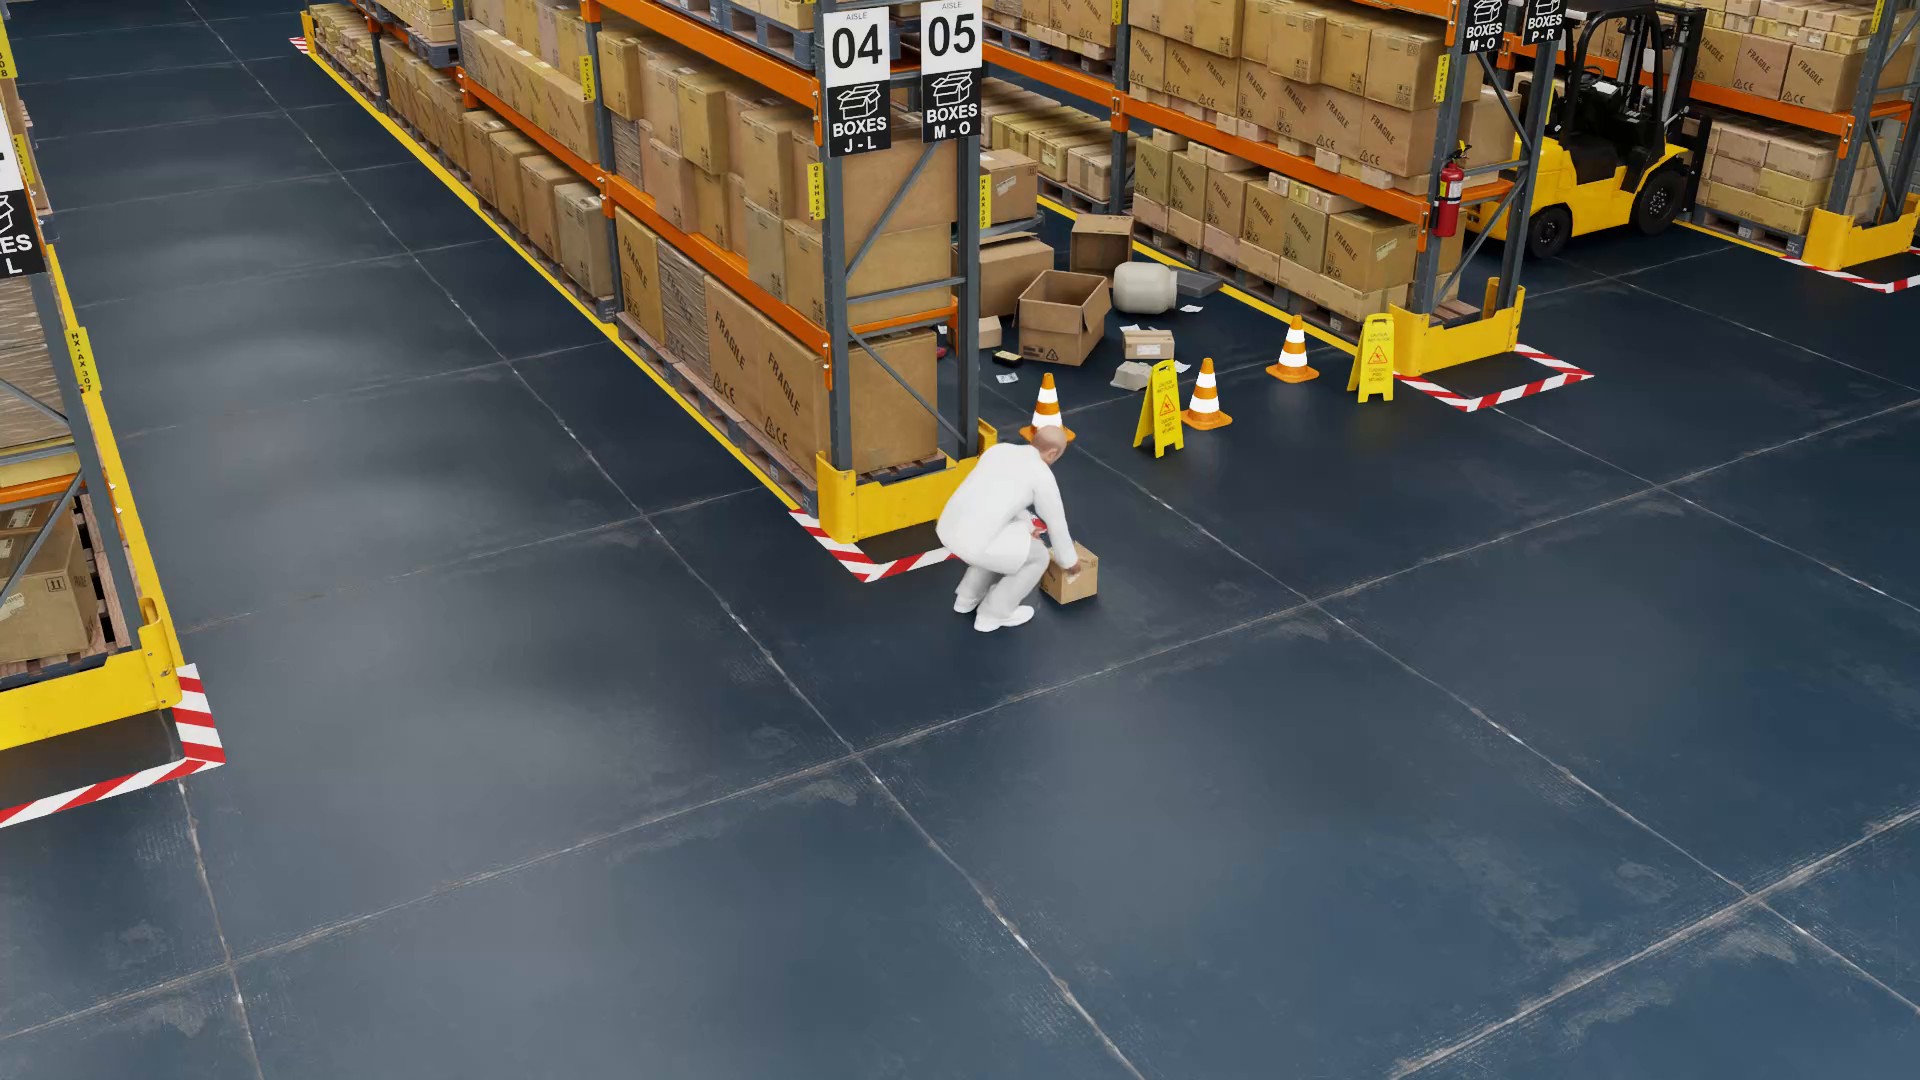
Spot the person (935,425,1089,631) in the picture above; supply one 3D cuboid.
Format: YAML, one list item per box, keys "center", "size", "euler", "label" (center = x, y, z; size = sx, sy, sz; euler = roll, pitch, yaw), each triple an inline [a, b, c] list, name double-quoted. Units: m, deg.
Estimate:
- center: [0.266, -0.077, 9.472]
  size: [0.879, 1.065, 0.613]
  euler: [-16, 32, -26]
  label: "person"
